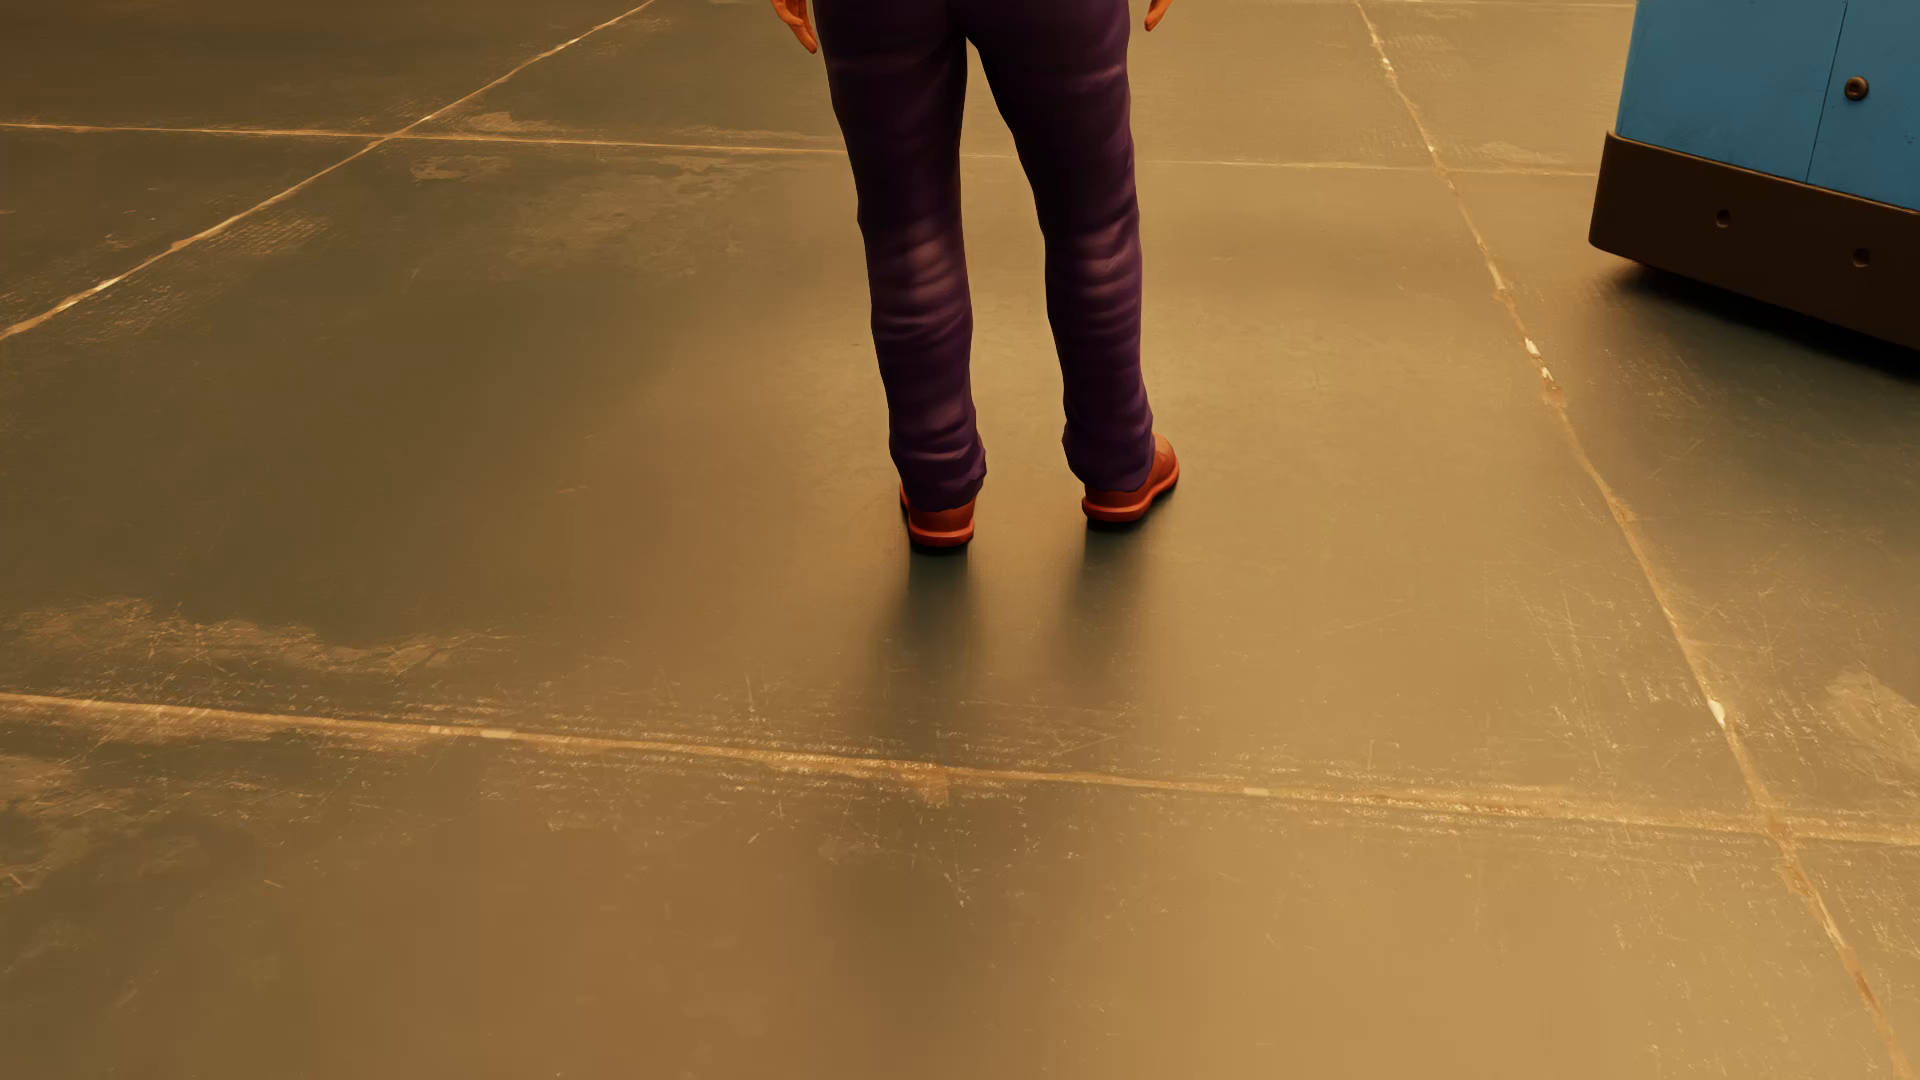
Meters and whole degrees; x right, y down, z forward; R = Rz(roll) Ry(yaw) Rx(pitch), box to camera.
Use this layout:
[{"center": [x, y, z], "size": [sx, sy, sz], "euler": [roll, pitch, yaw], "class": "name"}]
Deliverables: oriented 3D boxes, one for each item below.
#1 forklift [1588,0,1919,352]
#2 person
[{"center": [2.916, -2.038, 3.302], "size": [3.031, 2.935, 1.130], "euler": [-14, 30, -26], "class": "forklift"}, {"center": [0.035, -0.778, 2.207], "size": [0.598, 1.640, 0.503], "euler": [3, 27, 7], "class": "person"}]
